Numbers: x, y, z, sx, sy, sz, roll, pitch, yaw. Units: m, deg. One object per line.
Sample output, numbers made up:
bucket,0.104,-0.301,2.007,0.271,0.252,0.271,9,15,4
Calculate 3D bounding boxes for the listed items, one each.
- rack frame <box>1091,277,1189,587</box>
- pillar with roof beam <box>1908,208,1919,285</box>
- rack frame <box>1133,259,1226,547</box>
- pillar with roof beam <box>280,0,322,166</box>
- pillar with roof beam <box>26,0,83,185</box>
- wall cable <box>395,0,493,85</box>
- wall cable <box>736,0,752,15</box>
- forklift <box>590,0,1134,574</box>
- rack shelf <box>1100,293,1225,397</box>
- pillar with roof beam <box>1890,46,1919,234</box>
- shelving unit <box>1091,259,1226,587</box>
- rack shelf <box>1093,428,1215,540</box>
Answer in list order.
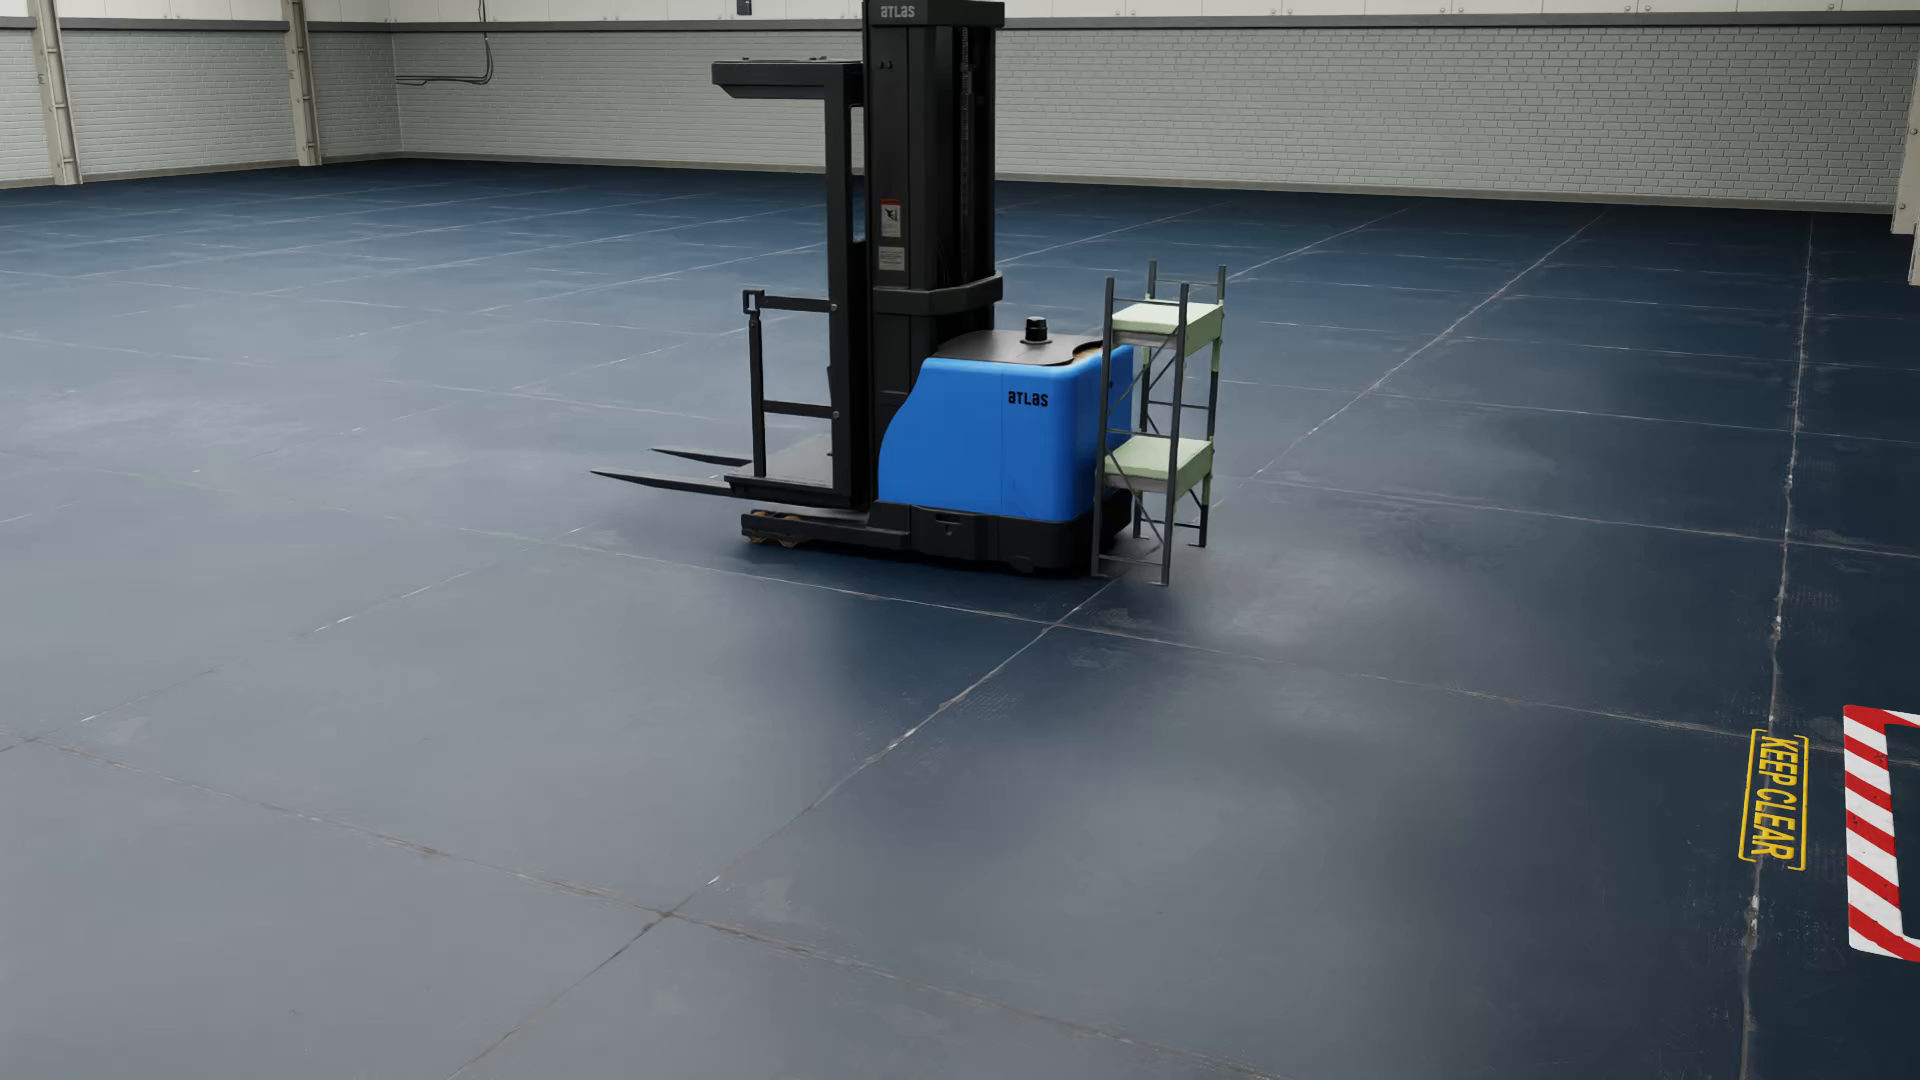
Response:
rack frame,0.867,-0.514,8.098,0.400,1.500,0.023,8,18,21
pillar with roof beam,7.033,-7.757,19.336,9.100,9.000,0.400,8,18,25
rack frame,1.147,-0.707,8.746,0.400,1.500,0.023,8,18,21
pillar with roof beam,-10.763,-12.197,34.286,9.100,9.000,0.400,8,18,25
pillar with roof beam,-13.444,-10.669,29.140,9.100,9.000,0.400,8,18,25
wall cable,-12.115,-11.839,38.532,3.097,2.526,0.112,8,18,25
wall cable,-3.629,-13.746,33.526,2.305,6.003,0.169,8,18,25
forklift,-0.623,-1.497,8.917,3.031,2.935,1.130,7,18,23
rack shelf,1.018,-0.983,8.307,0.431,0.370,0.720,8,18,21
pillar with roof beam,9.714,-9.285,24.481,9.100,9.000,0.400,8,18,25
shelving unit,1.007,-0.610,8.422,0.431,1.500,0.755,8,18,21
rack shelf,0.999,-0.299,8.518,0.431,0.370,0.720,8,18,21
